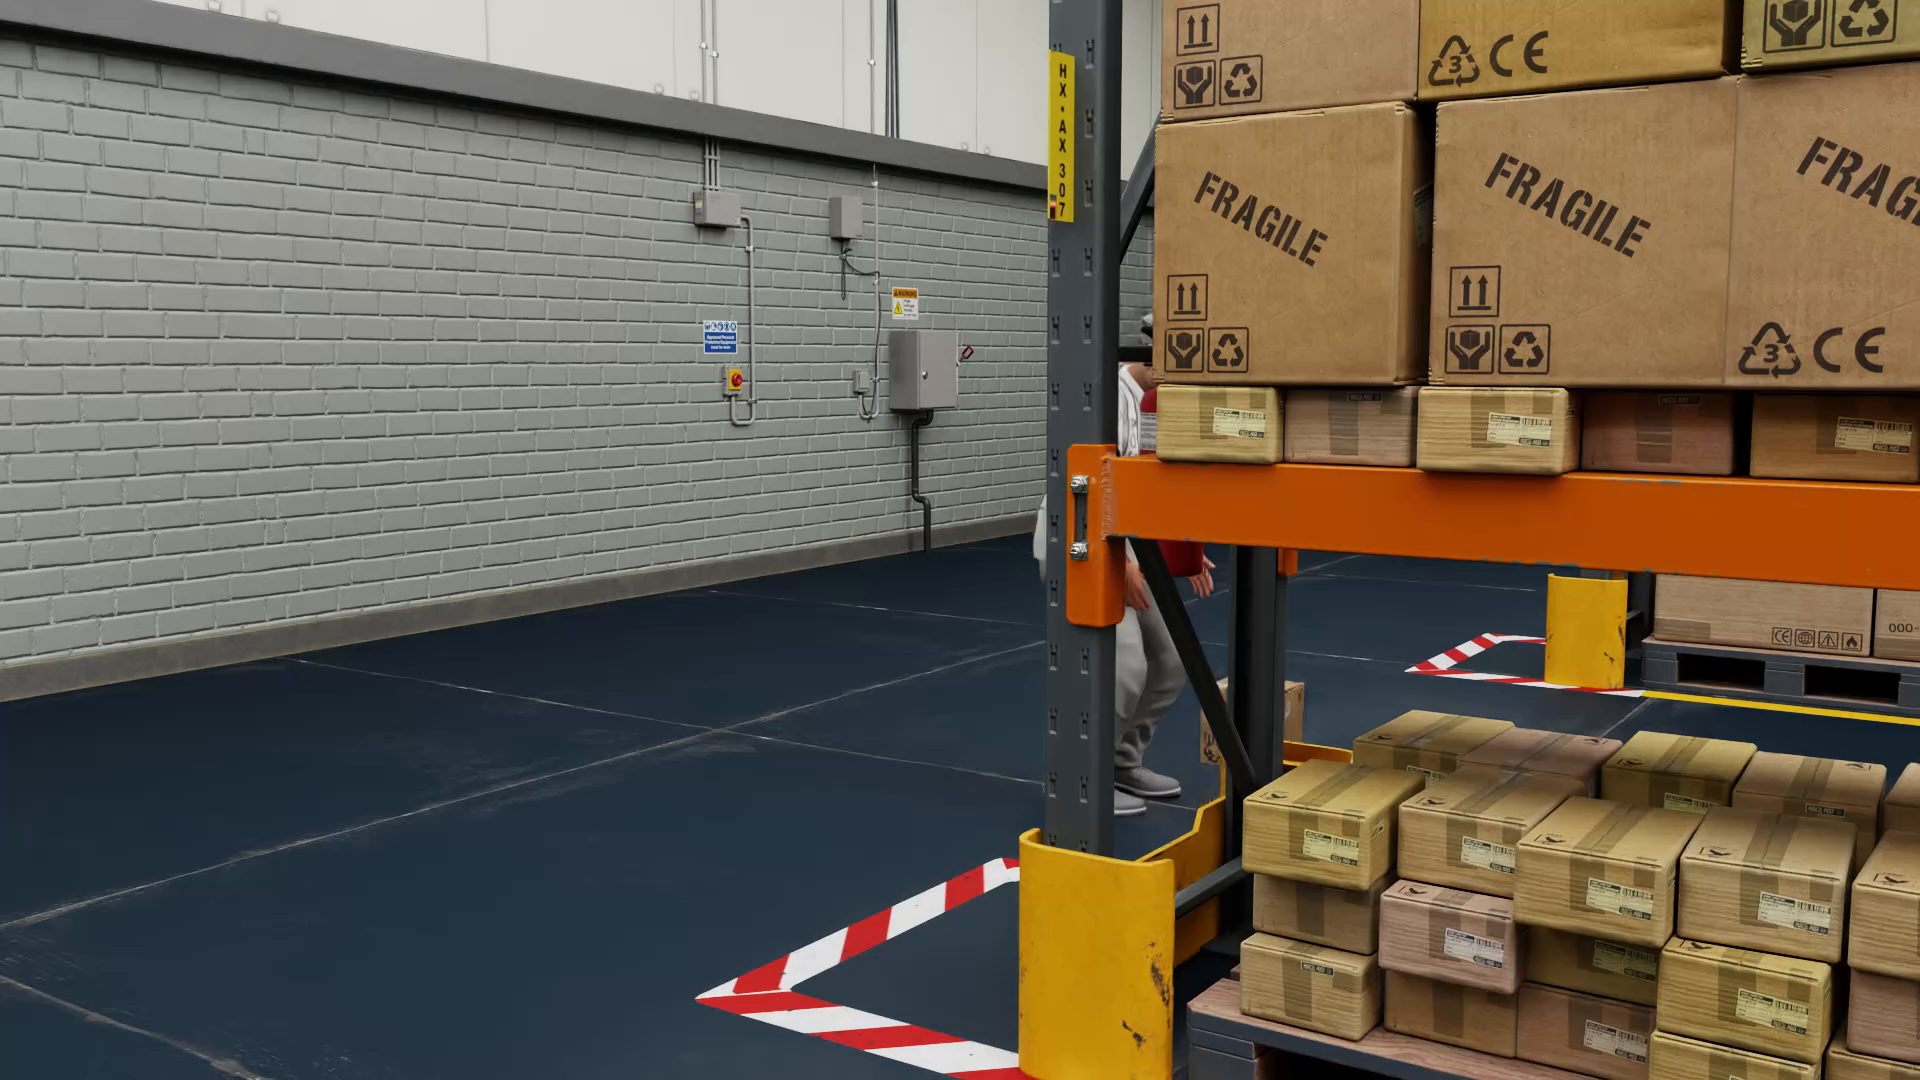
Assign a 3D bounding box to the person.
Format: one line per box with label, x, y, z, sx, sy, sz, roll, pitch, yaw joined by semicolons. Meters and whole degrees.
person;0.568;0.071;5.627;0.585;1.650;0.571;4;8;35
